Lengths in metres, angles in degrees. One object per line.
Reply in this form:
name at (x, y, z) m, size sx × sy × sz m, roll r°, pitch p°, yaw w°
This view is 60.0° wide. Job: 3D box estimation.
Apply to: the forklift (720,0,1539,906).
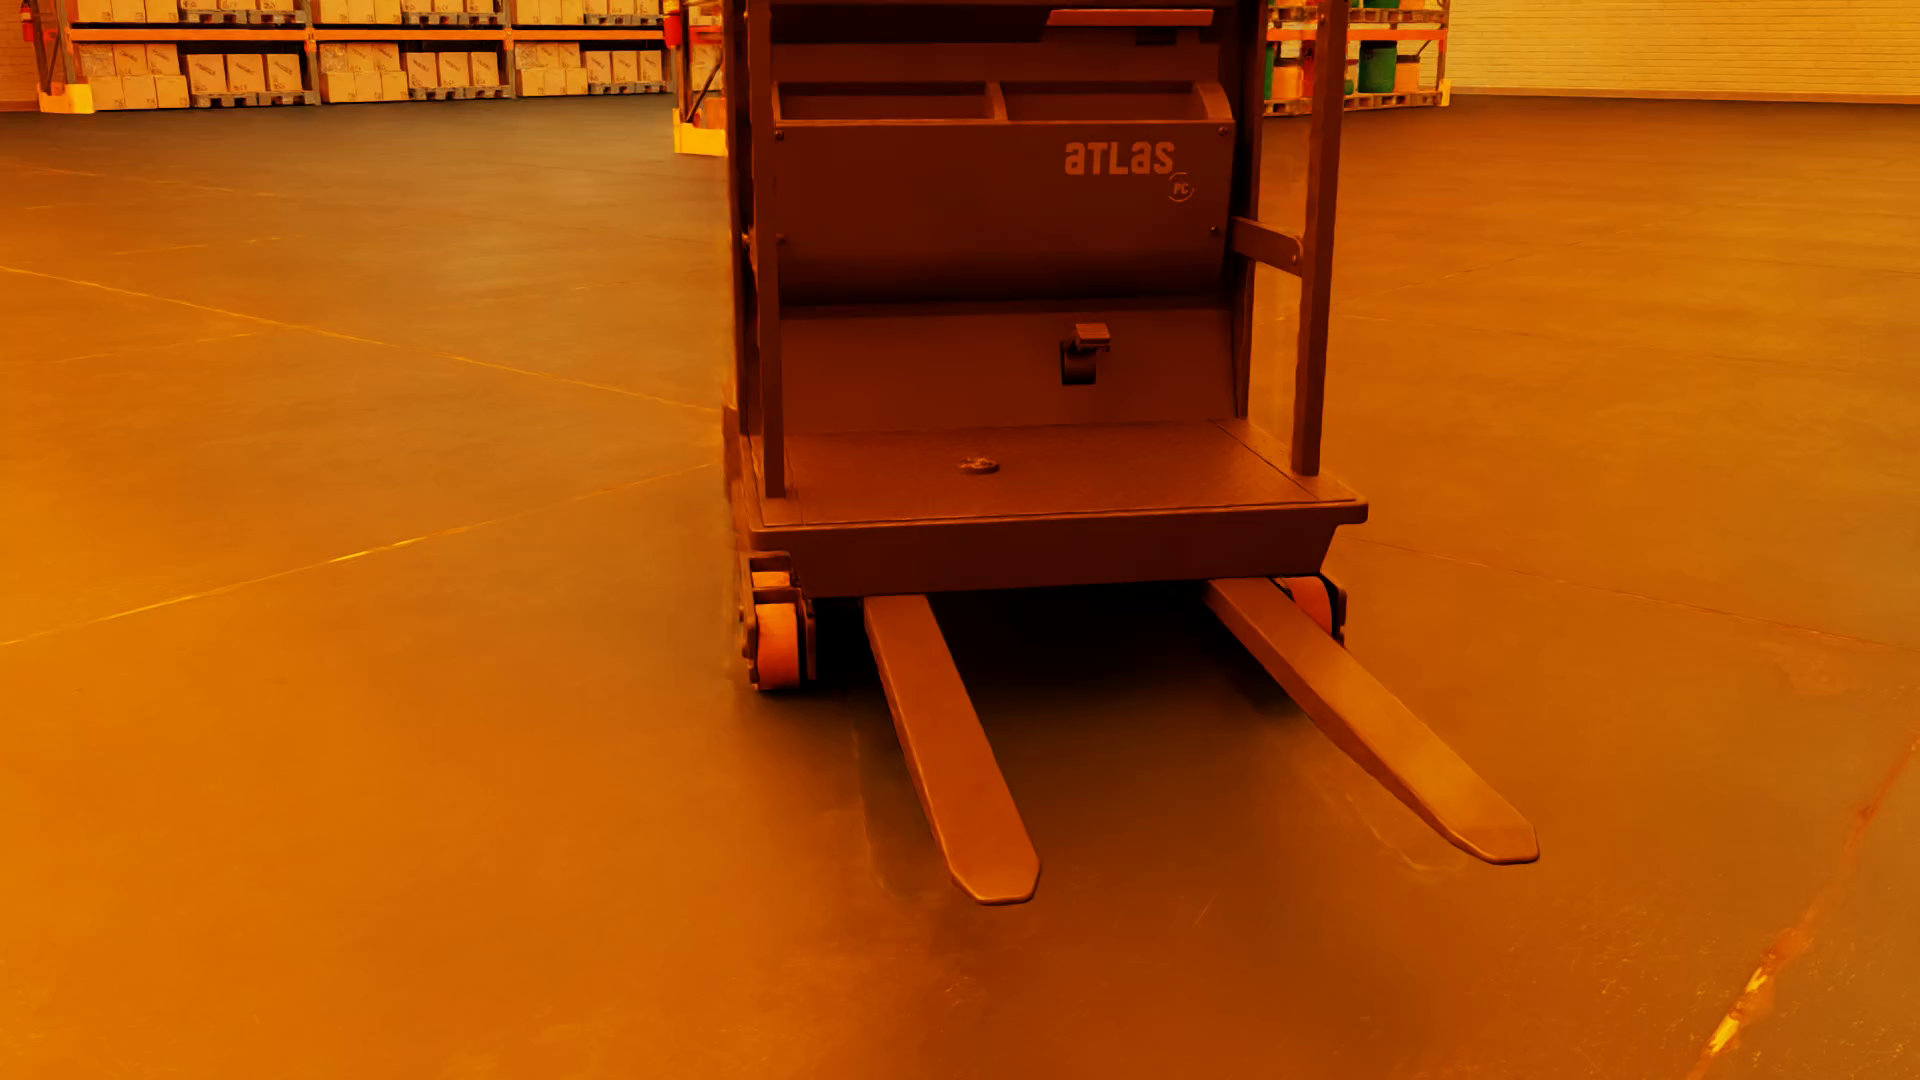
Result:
forklift at (0.114, -1.236, 2.969) m, size 1.130 × 2.935 × 3.031 m, roll -3°, pitch 17°, yaw -9°
